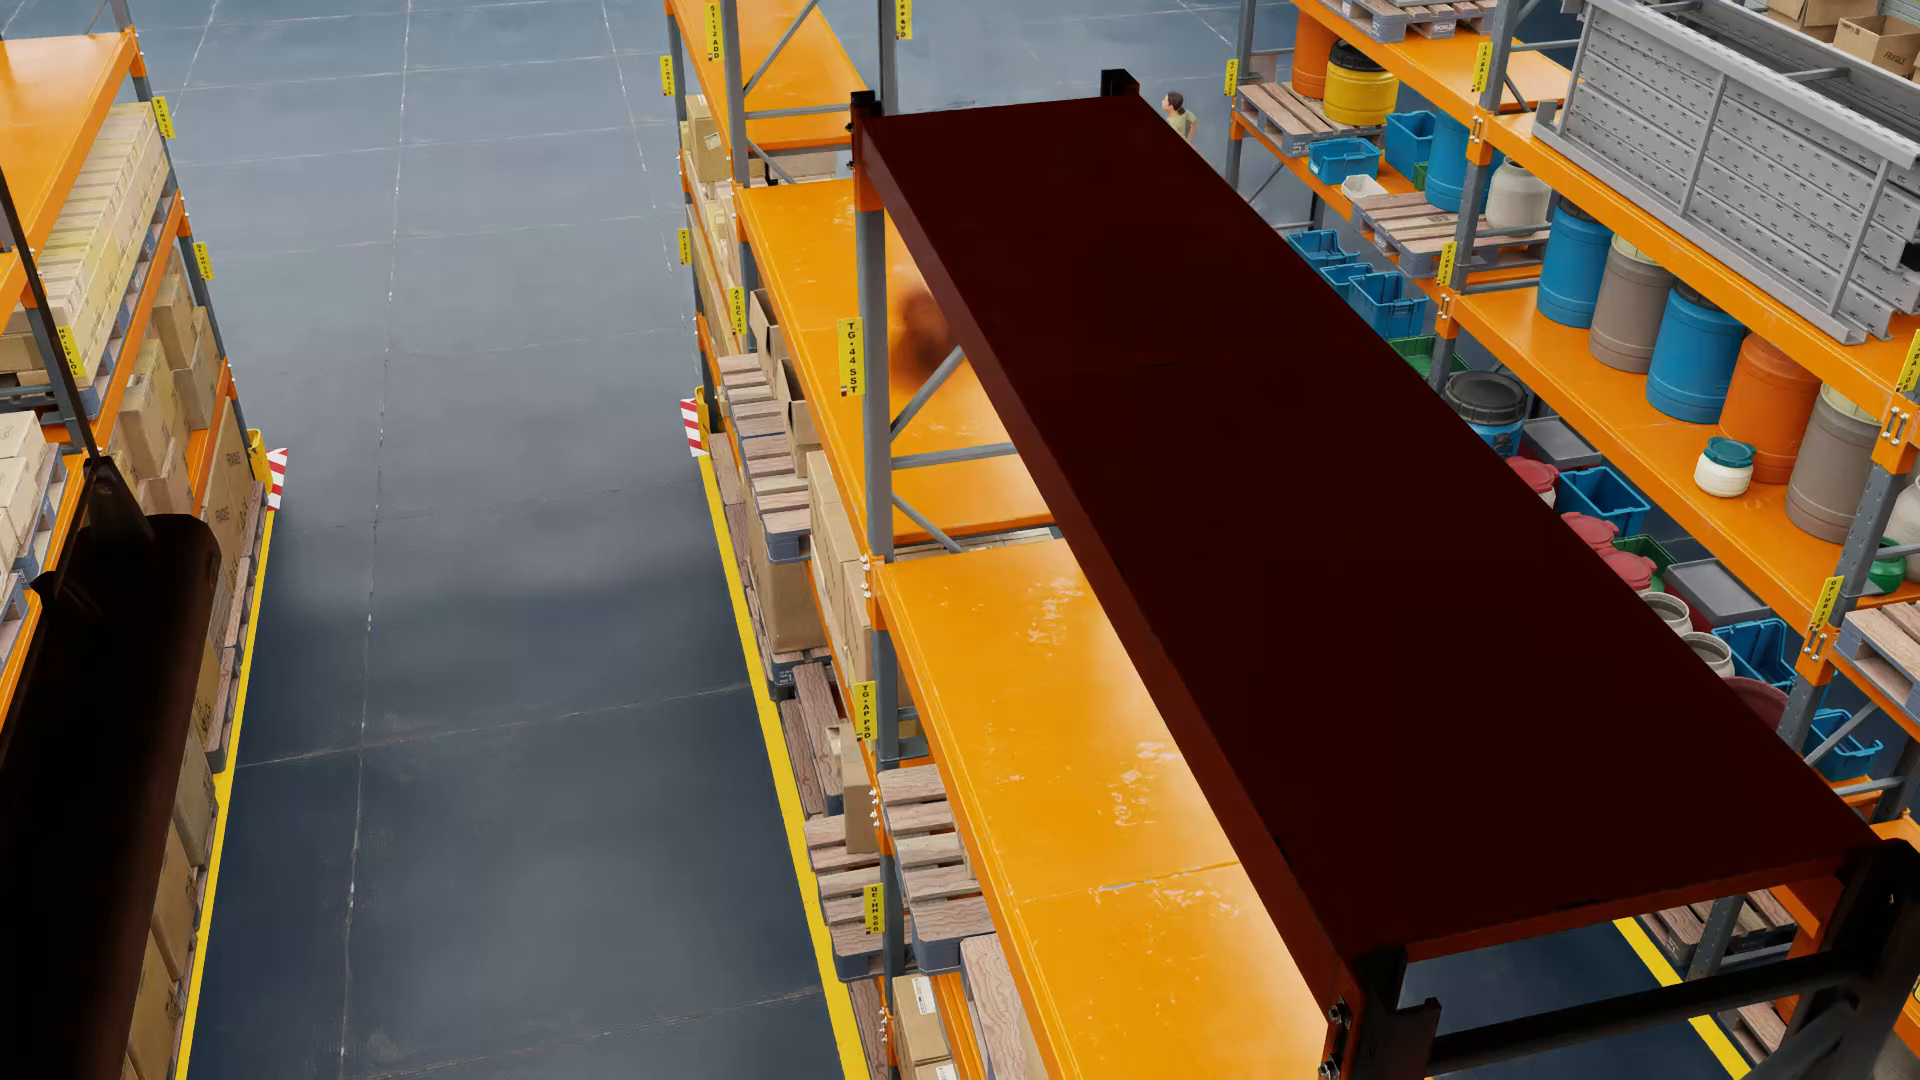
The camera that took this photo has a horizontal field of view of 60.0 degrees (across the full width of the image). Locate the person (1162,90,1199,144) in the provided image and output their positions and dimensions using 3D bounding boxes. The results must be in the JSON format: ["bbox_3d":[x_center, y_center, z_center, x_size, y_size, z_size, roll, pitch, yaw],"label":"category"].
[{"bbox_3d":[2.444,-4.306,18.911,0.705,1.645,0.565,8,35,12],"label":"person"}]
